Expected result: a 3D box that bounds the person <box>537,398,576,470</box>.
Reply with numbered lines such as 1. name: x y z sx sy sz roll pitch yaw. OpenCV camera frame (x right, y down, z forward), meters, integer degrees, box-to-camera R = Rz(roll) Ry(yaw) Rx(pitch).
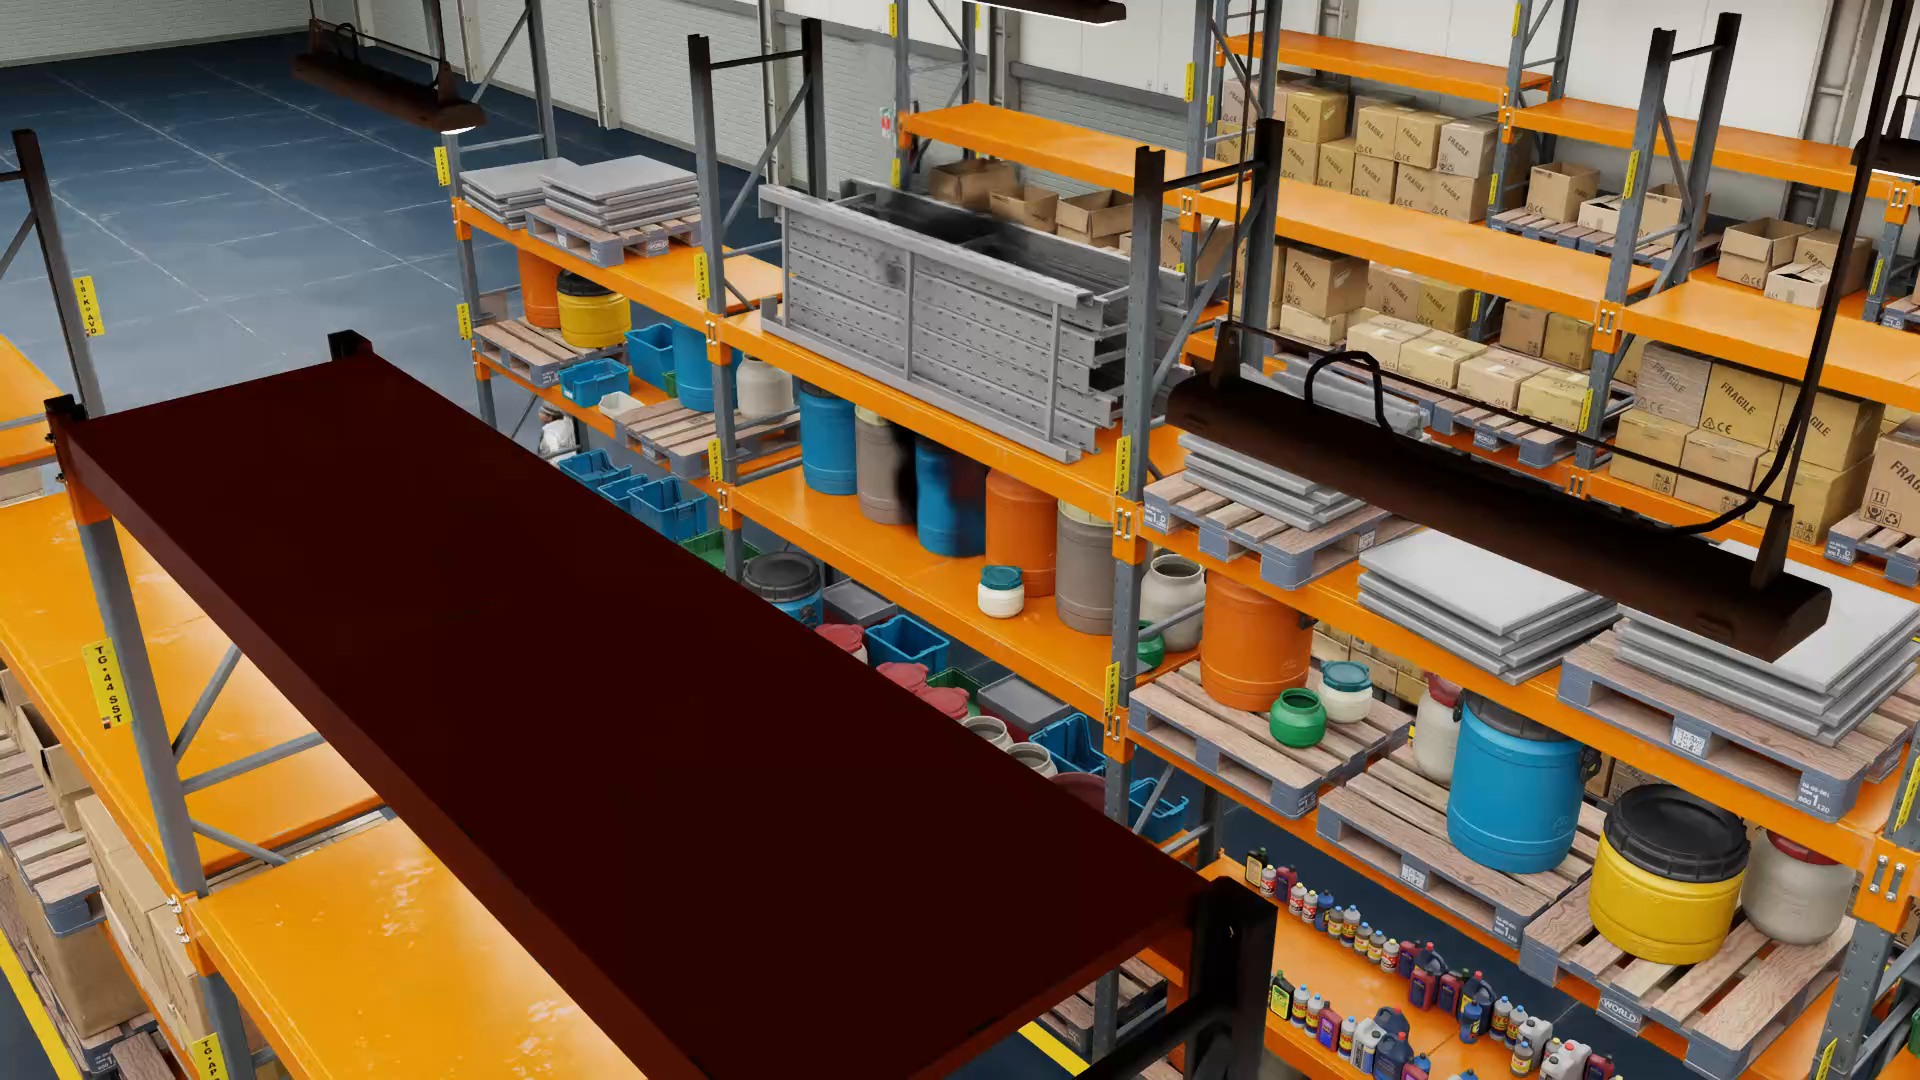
1. person: -4.083 -0.731 17.218 0.524 1.637 0.676 2 27 3
